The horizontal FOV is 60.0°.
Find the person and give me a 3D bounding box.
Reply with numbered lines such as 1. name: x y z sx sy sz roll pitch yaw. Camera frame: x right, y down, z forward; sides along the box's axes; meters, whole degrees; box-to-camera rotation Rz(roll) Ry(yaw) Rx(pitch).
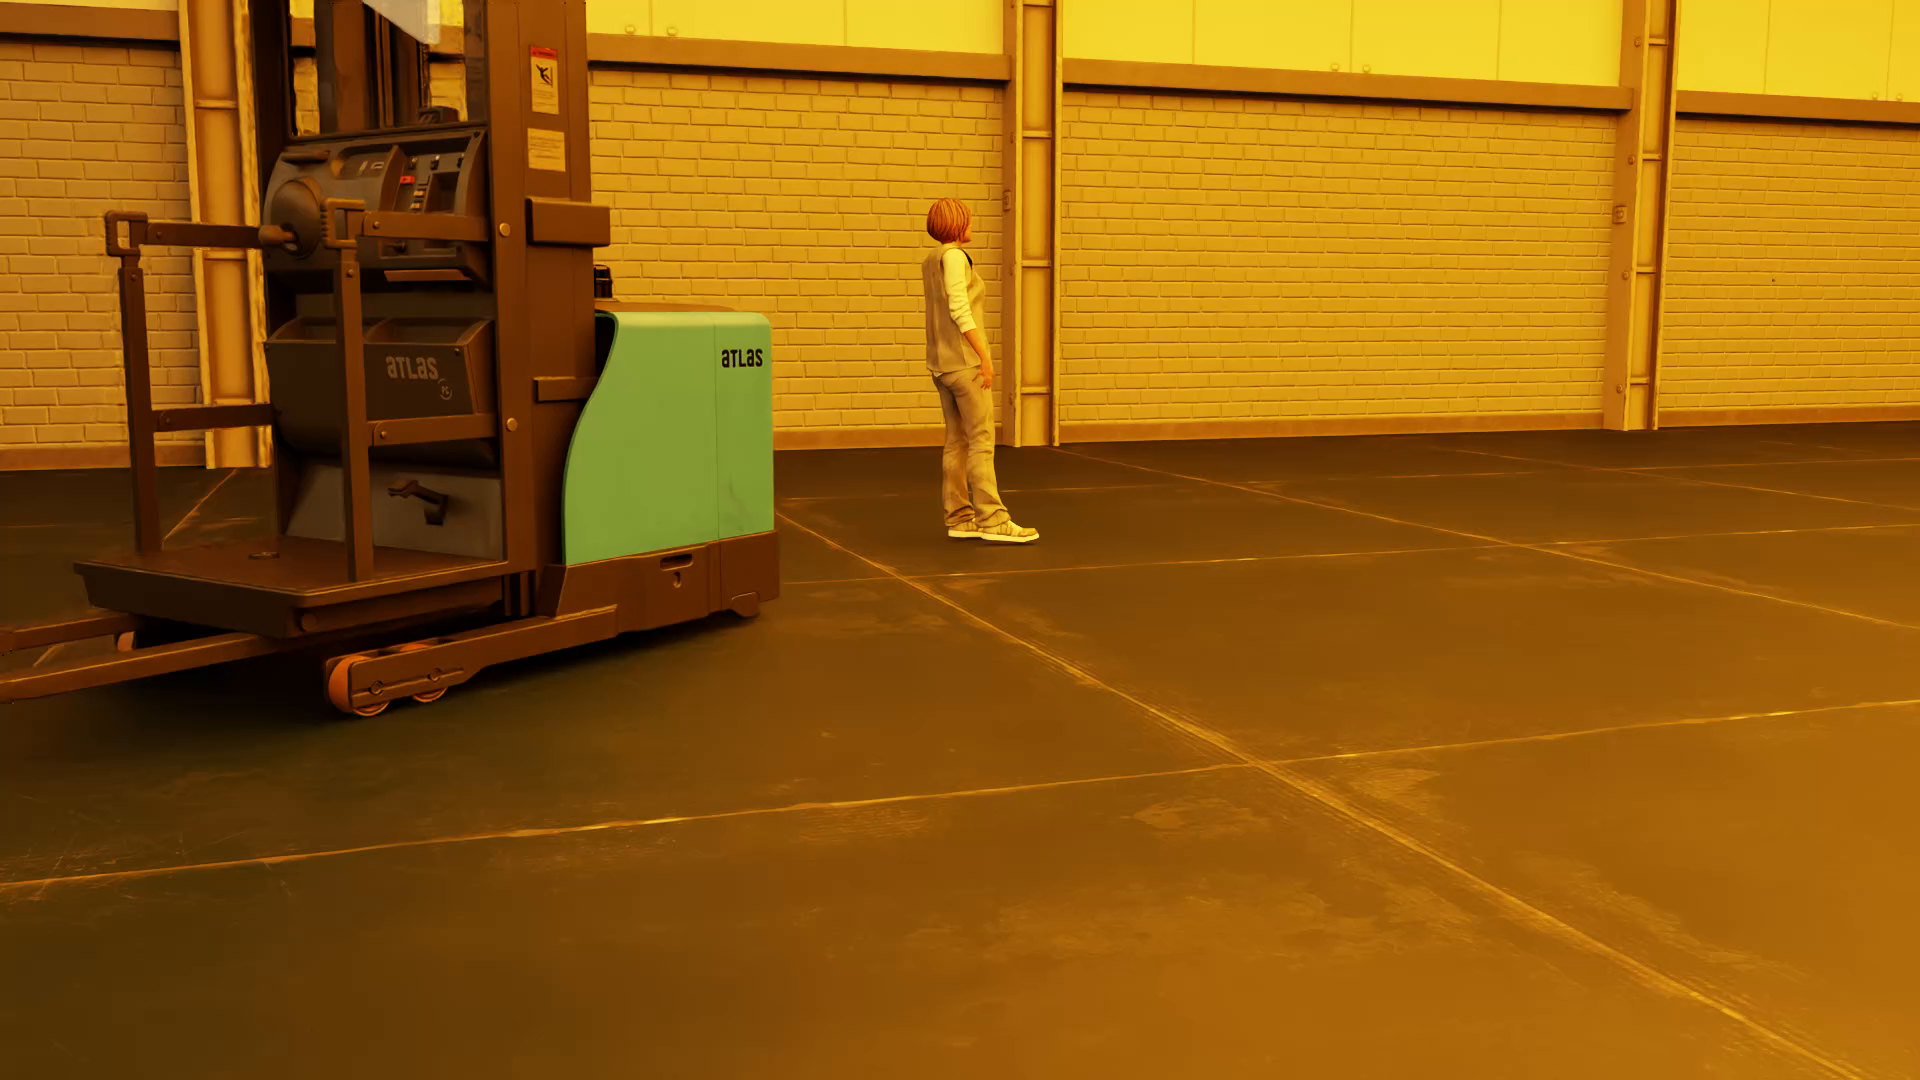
1. person: 0.075 -0.800 7.826 0.473 1.599 0.521 -3 8 -18

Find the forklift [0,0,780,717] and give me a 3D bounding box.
1. forklift: -1.867 -1.051 4.775 1.130 2.935 3.031 5 9 33
